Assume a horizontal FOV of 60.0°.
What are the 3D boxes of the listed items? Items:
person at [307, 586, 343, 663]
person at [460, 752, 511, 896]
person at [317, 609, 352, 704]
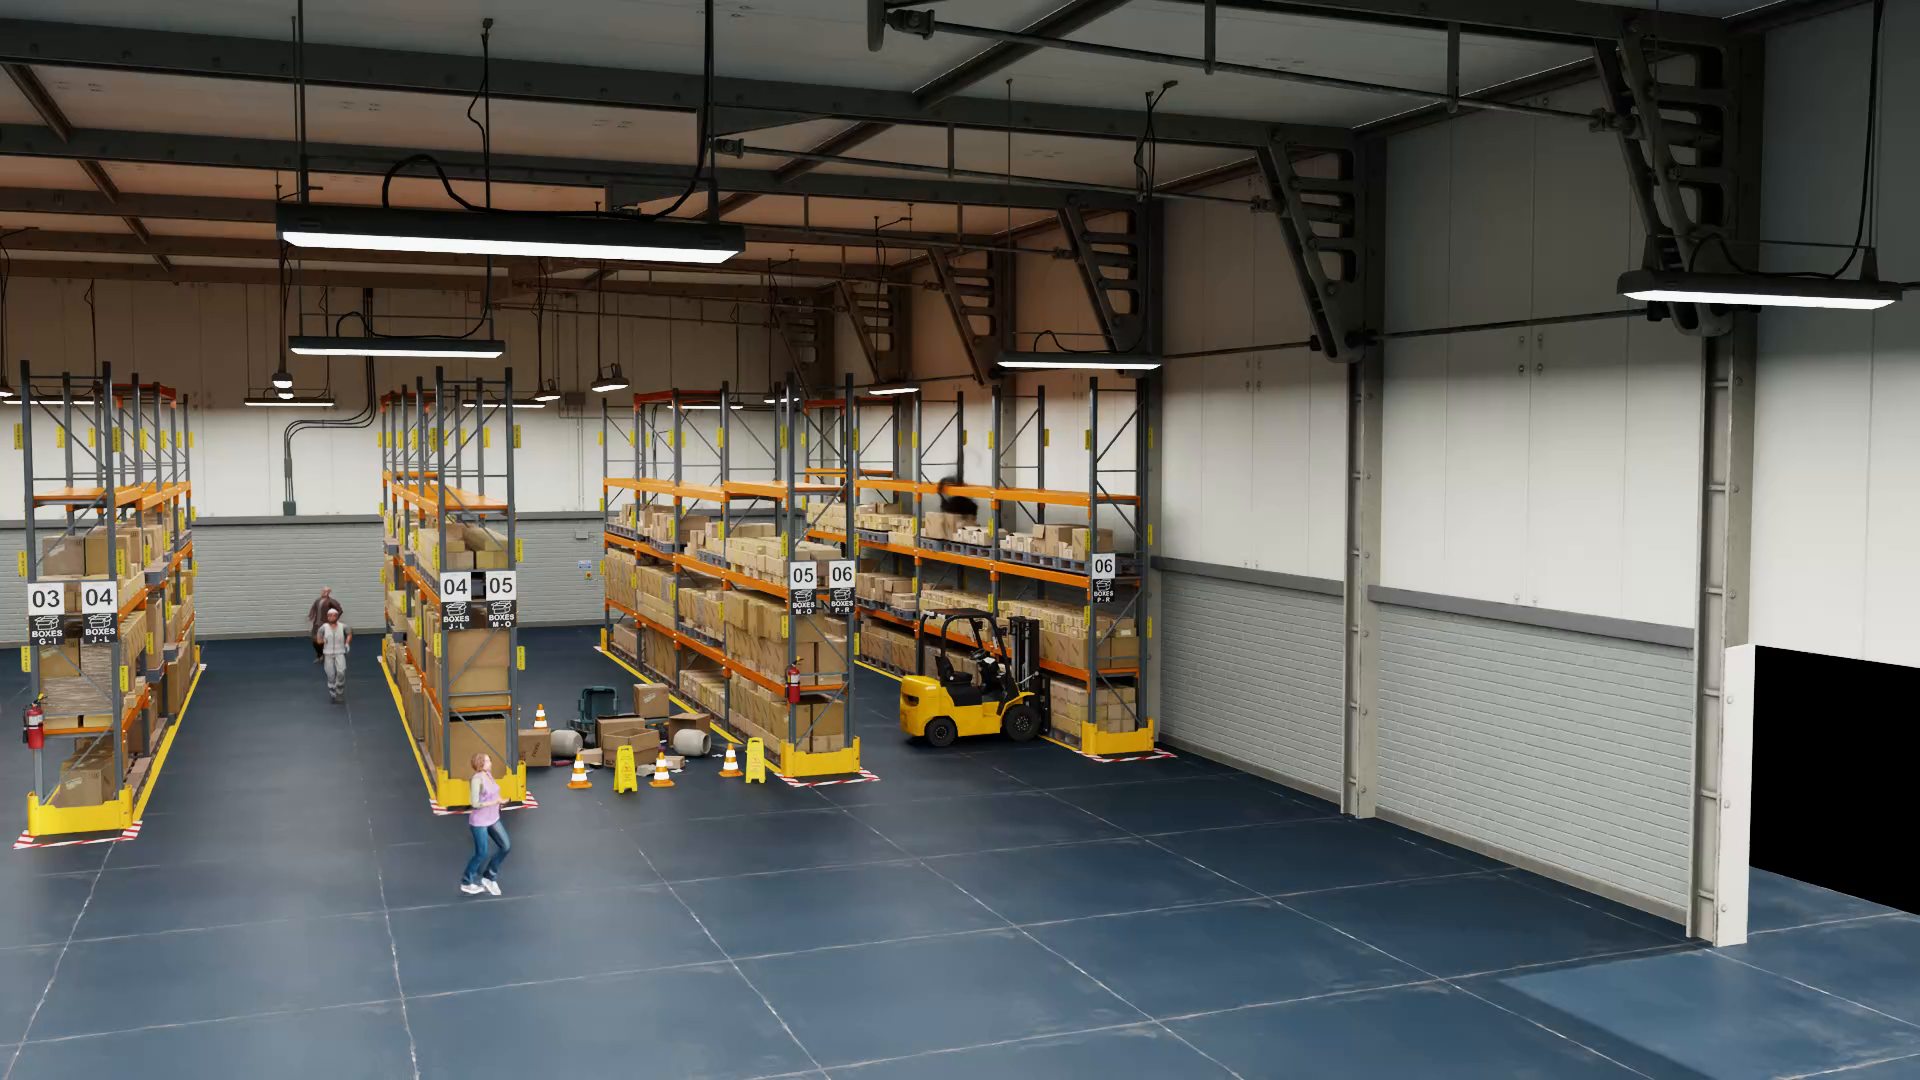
[{"bbox_3d":[-14.245,1.906,37.162,0.787,1.730,0.555,1,4,23],"label":"person"},{"bbox_3d":[-5.173,3.108,18.173,0.639,1.604,0.517,1,4,16],"label":"person"},{"bbox_3d":[-11.896,2.212,31.639,0.635,1.809,0.681,-1,4,-20],"label":"person"}]
